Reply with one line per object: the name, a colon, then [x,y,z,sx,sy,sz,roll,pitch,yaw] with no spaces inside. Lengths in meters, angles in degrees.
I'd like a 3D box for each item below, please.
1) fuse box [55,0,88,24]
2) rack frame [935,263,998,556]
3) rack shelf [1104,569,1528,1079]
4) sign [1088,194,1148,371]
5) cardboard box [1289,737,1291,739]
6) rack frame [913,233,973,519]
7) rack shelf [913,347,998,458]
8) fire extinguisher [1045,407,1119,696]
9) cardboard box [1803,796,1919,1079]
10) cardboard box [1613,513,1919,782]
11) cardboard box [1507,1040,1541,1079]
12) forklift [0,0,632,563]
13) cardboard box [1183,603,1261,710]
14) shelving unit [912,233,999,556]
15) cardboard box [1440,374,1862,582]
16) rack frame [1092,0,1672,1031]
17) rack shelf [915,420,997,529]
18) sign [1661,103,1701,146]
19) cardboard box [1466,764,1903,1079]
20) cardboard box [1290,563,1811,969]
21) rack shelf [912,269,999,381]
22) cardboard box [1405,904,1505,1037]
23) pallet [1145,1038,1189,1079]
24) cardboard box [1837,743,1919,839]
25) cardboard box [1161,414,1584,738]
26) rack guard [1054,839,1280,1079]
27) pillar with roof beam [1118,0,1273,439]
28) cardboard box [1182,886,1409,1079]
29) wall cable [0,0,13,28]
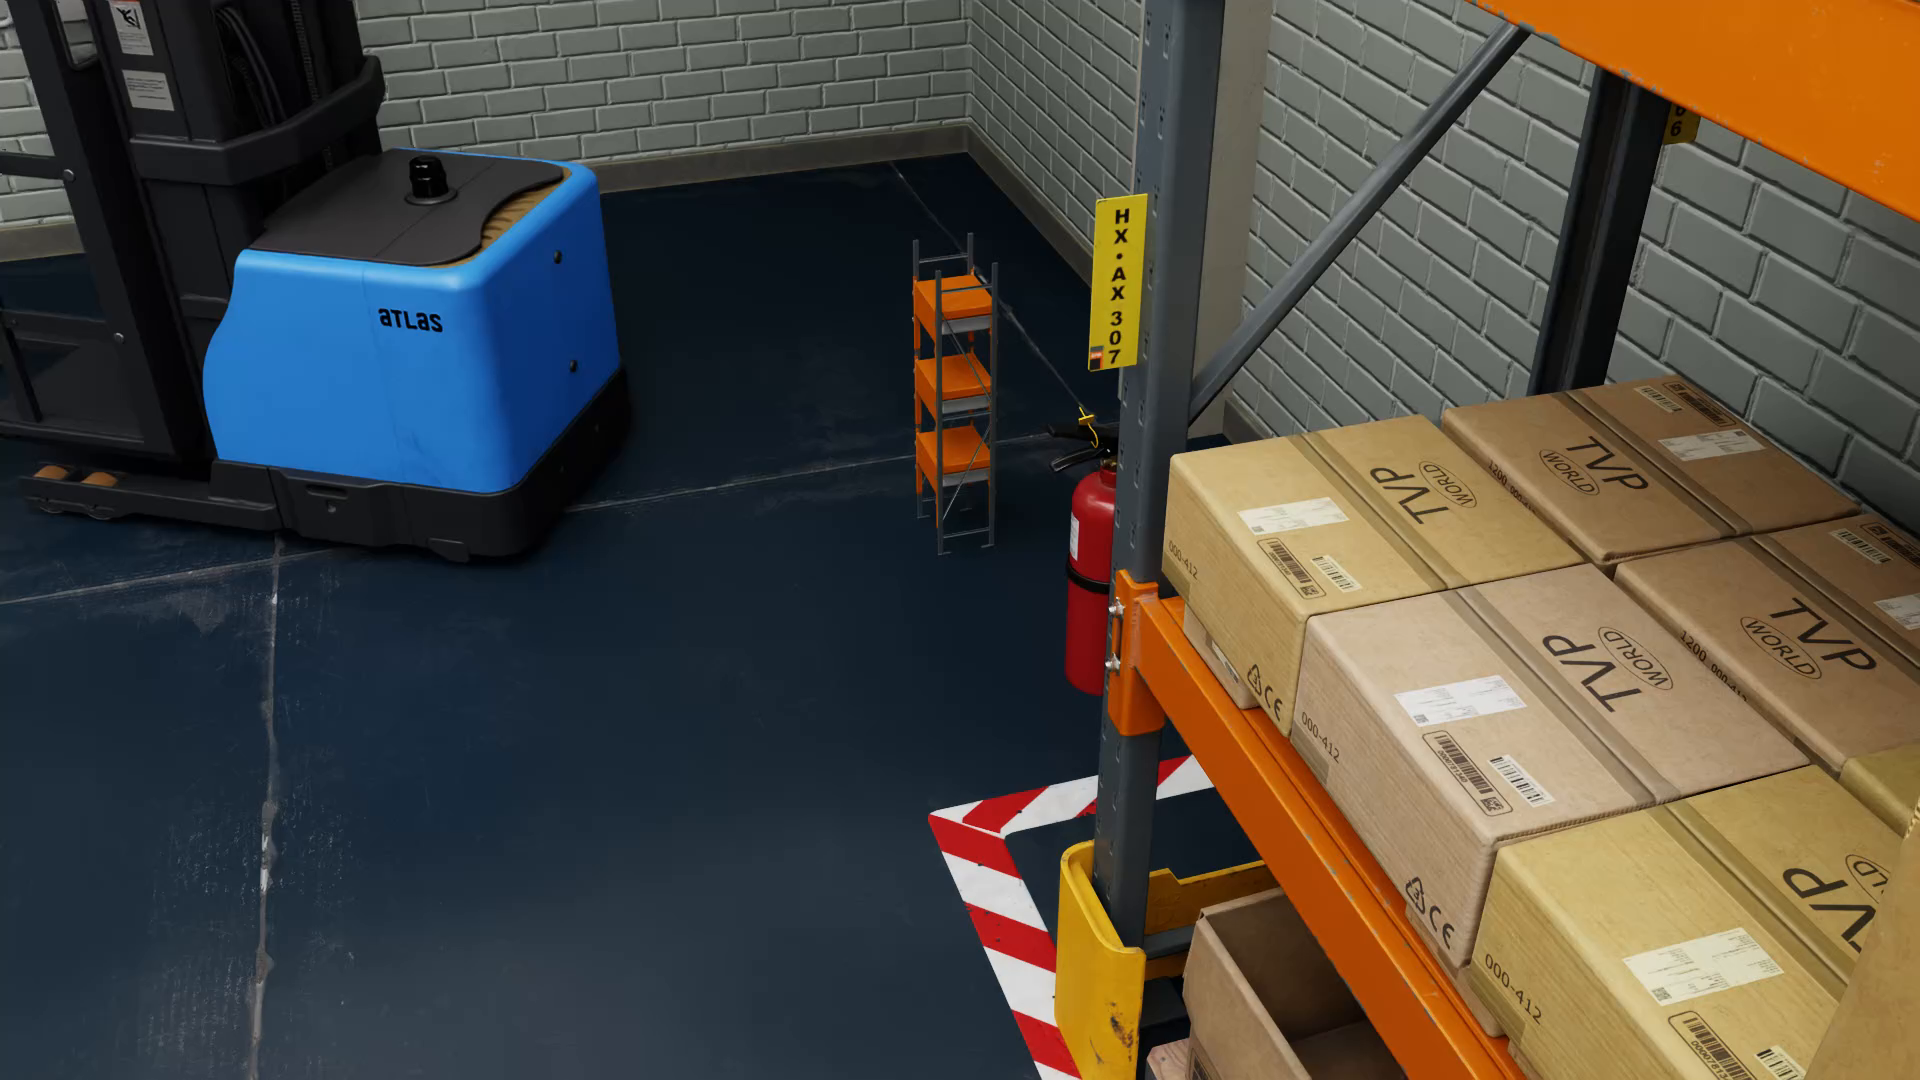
fuse box: [-3.627,-2.038,7.282,0.539,1.711,0.414,-10,35,-15]
rack frame: [0.021,-0.402,5.406,0.200,1.050,0.008,-10,35,-15]
rack shelf: [1.406,1.171,1.909,1.077,0.370,4.000,-10,35,-15]
sign: [0.279,-0.449,2.923,0.100,0.325,0.005,-10,35,-15]
cardboard box: [0.757,0.270,2.848,0.380,0.149,0.250,-9,35,-14]
rack frame: [-0.054,-0.530,5.600,0.200,1.050,0.008,-10,35,-15]
rack shelf: [-0.016,-0.457,5.509,0.215,0.259,0.240,-10,35,-15]
fire extinguisher: [0.311,0.009,3.423,0.296,0.674,0.183,-10,35,-15]
cardboard box: [1.136,0.518,1.432,0.500,0.500,0.500,-9,35,-14]
cardboard box: [1.345,0.227,2.551,0.500,0.250,0.500,-10,35,-15]
cardboard box: [0.975,0.684,2.222,0.380,0.149,0.250,-9,35,-14]
forklift: [-2.818,-1.567,5.462,3.031,2.935,1.130,7,34,11]
cardboard box: [0.635,0.145,3.038,0.380,0.149,0.250,-10,35,-15]
shelving unit: [-0.016,-0.466,5.503,0.215,1.050,0.252,-10,35,-15]
cardboard box: [1.189,-0.044,2.961,0.500,0.250,0.500,-9,35,-13]
rack frame: [0.796,-0.179,3.300,1.000,3.000,0.127,-10,35,-15]
rack shelf: [-0.016,-0.225,5.662,0.215,0.259,0.240,-10,35,-15]
sign: [1.331,-0.877,3.019,0.100,0.325,0.005,-10,35,-15]
cardboard box: [0.990,0.573,2.028,0.500,0.250,0.500,-11,35,-16]
cardboard box: [0.832,0.308,2.430,0.500,0.250,0.500,-10,35,-14]
rack shelf: [-0.016,-0.694,5.352,0.215,0.259,0.240,-10,35,-15]
cardboard box: [0.889,0.546,2.431,0.380,0.149,0.250,-9,34,-13]
pallet: [1.063,1.443,3.375,1.003,0.211,1.213,-10,35,-15]
cardboard box: [1.492,0.488,2.157,0.500,0.250,0.500,-9,34,-13]
cardboard box: [0.678,0.043,2.830,0.500,0.250,0.500,-10,35,-14]
rack guard: [0.819,0.904,3.929,1.175,0.500,0.348,-10,35,-15]
pillar with roof beam: [-3.268,-3.525,2.922,9.100,9.000,0.400,-10,35,-15]
cardboard box: [0.892,1.024,3.362,0.797,0.503,0.637,-11,35,-17]
wall cable: [-4.325,-2.967,6.598,0.588,1.984,0.122,-10,35,-15]
